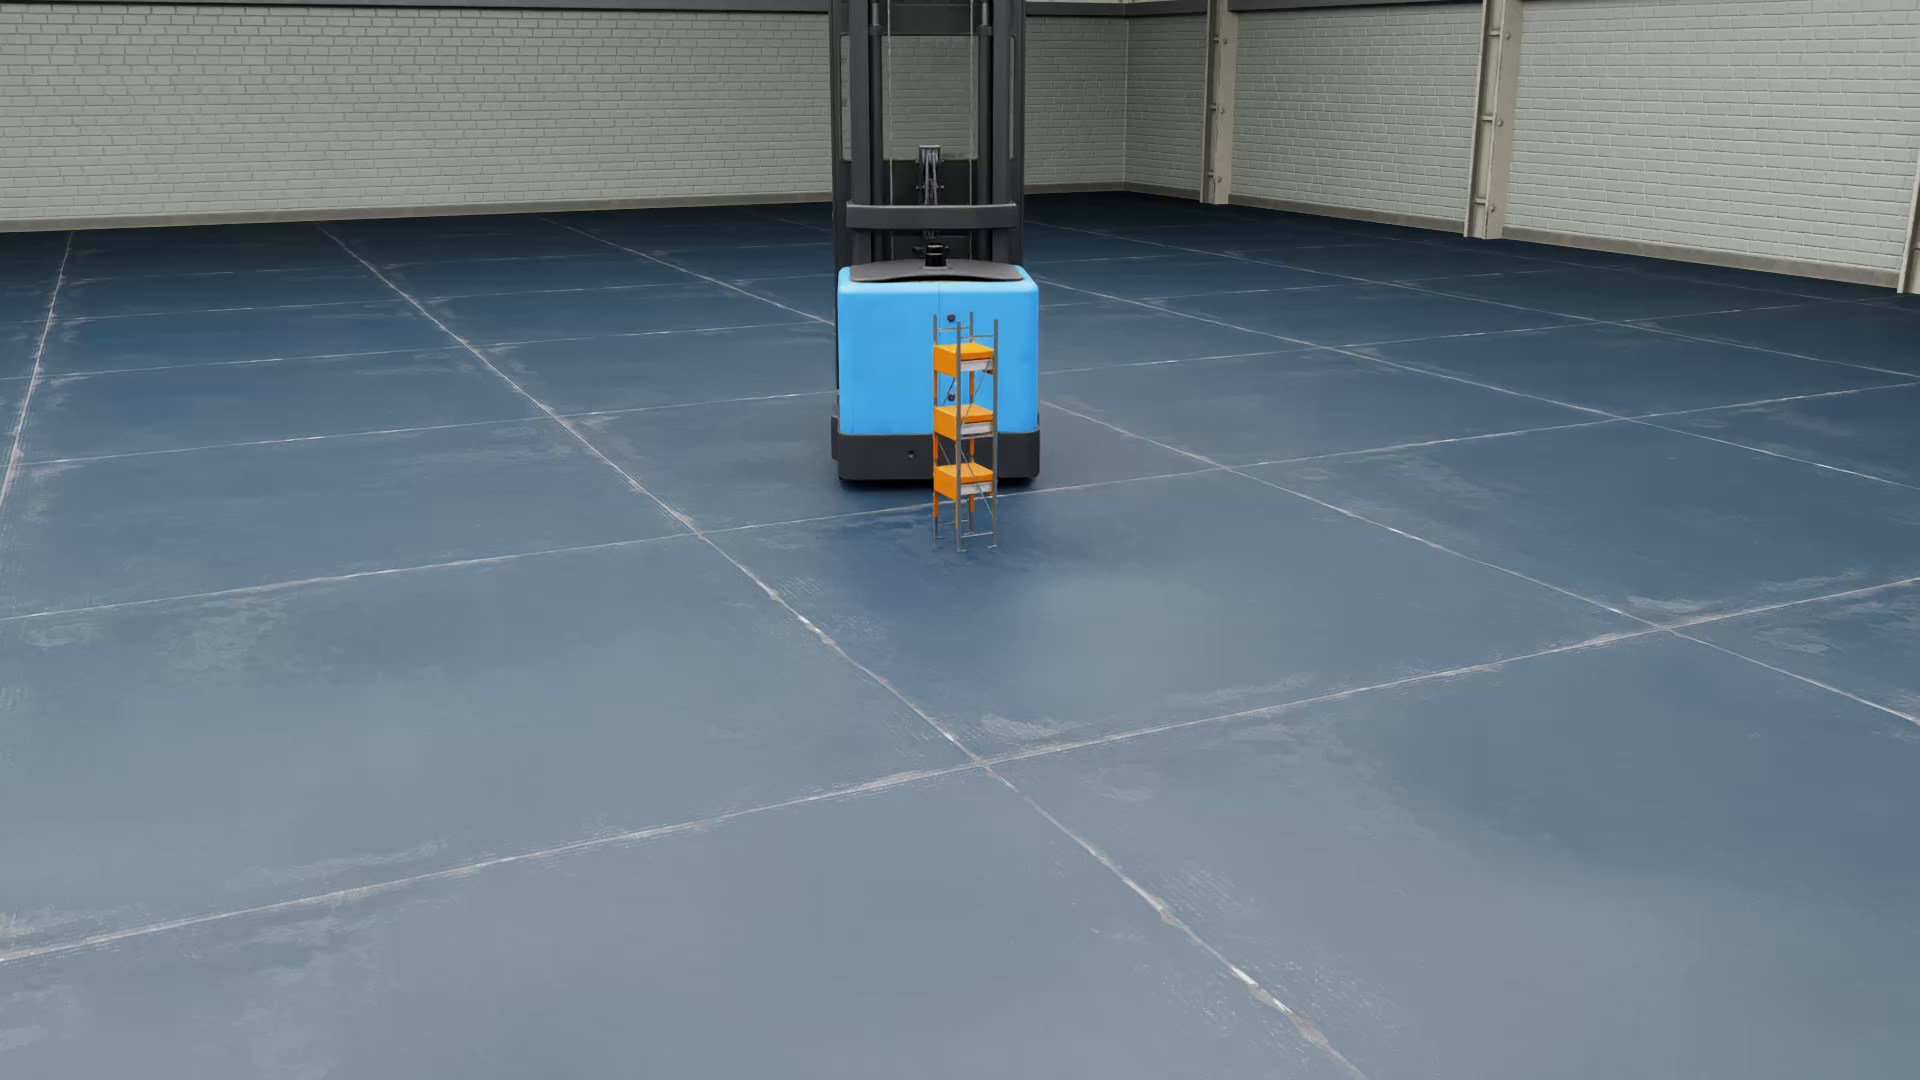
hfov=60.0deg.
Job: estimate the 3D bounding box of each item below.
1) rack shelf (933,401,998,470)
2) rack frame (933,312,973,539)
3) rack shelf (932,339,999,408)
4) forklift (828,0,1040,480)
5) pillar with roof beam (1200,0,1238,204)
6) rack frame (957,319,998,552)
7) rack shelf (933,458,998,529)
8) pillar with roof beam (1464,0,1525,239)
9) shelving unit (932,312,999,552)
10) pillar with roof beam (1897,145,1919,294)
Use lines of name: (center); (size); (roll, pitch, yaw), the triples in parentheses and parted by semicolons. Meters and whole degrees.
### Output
rack shelf: (0.023, -0.481, 7.563); (0.215, 0.259, 0.240); (-8, 18, -25)
rack frame: (-0.030, -0.522, 7.665); (0.200, 1.050, 0.008); (-8, 18, -25)
rack shelf: (0.023, -0.754, 7.484); (0.215, 0.259, 0.240); (-8, 18, -25)
forklift: (-0.197, -2.070, 9.651); (1.130, 2.935, 3.031); (-1, 16, -3)
pillar with roof beam: (0.171, -9.150, 23.321); (9.100, 9.000, 0.400); (-8, 18, -25)
rack frame: (0.077, -0.461, 7.454); (0.200, 1.050, 0.008); (-8, 18, -25)
rack shelf: (0.023, -0.214, 7.639); (0.215, 0.259, 0.240); (-8, 18, -25)
pillar with roof beam: (2.800, -7.662, 18.137); (9.100, 9.000, 0.400); (-8, 18, -25)
shelving unit: (0.023, -0.491, 7.560); (0.215, 1.050, 0.252); (-8, 18, -25)
pillar with roof beam: (5.428, -6.174, 12.952); (9.100, 9.000, 0.400); (-8, 18, -25)
